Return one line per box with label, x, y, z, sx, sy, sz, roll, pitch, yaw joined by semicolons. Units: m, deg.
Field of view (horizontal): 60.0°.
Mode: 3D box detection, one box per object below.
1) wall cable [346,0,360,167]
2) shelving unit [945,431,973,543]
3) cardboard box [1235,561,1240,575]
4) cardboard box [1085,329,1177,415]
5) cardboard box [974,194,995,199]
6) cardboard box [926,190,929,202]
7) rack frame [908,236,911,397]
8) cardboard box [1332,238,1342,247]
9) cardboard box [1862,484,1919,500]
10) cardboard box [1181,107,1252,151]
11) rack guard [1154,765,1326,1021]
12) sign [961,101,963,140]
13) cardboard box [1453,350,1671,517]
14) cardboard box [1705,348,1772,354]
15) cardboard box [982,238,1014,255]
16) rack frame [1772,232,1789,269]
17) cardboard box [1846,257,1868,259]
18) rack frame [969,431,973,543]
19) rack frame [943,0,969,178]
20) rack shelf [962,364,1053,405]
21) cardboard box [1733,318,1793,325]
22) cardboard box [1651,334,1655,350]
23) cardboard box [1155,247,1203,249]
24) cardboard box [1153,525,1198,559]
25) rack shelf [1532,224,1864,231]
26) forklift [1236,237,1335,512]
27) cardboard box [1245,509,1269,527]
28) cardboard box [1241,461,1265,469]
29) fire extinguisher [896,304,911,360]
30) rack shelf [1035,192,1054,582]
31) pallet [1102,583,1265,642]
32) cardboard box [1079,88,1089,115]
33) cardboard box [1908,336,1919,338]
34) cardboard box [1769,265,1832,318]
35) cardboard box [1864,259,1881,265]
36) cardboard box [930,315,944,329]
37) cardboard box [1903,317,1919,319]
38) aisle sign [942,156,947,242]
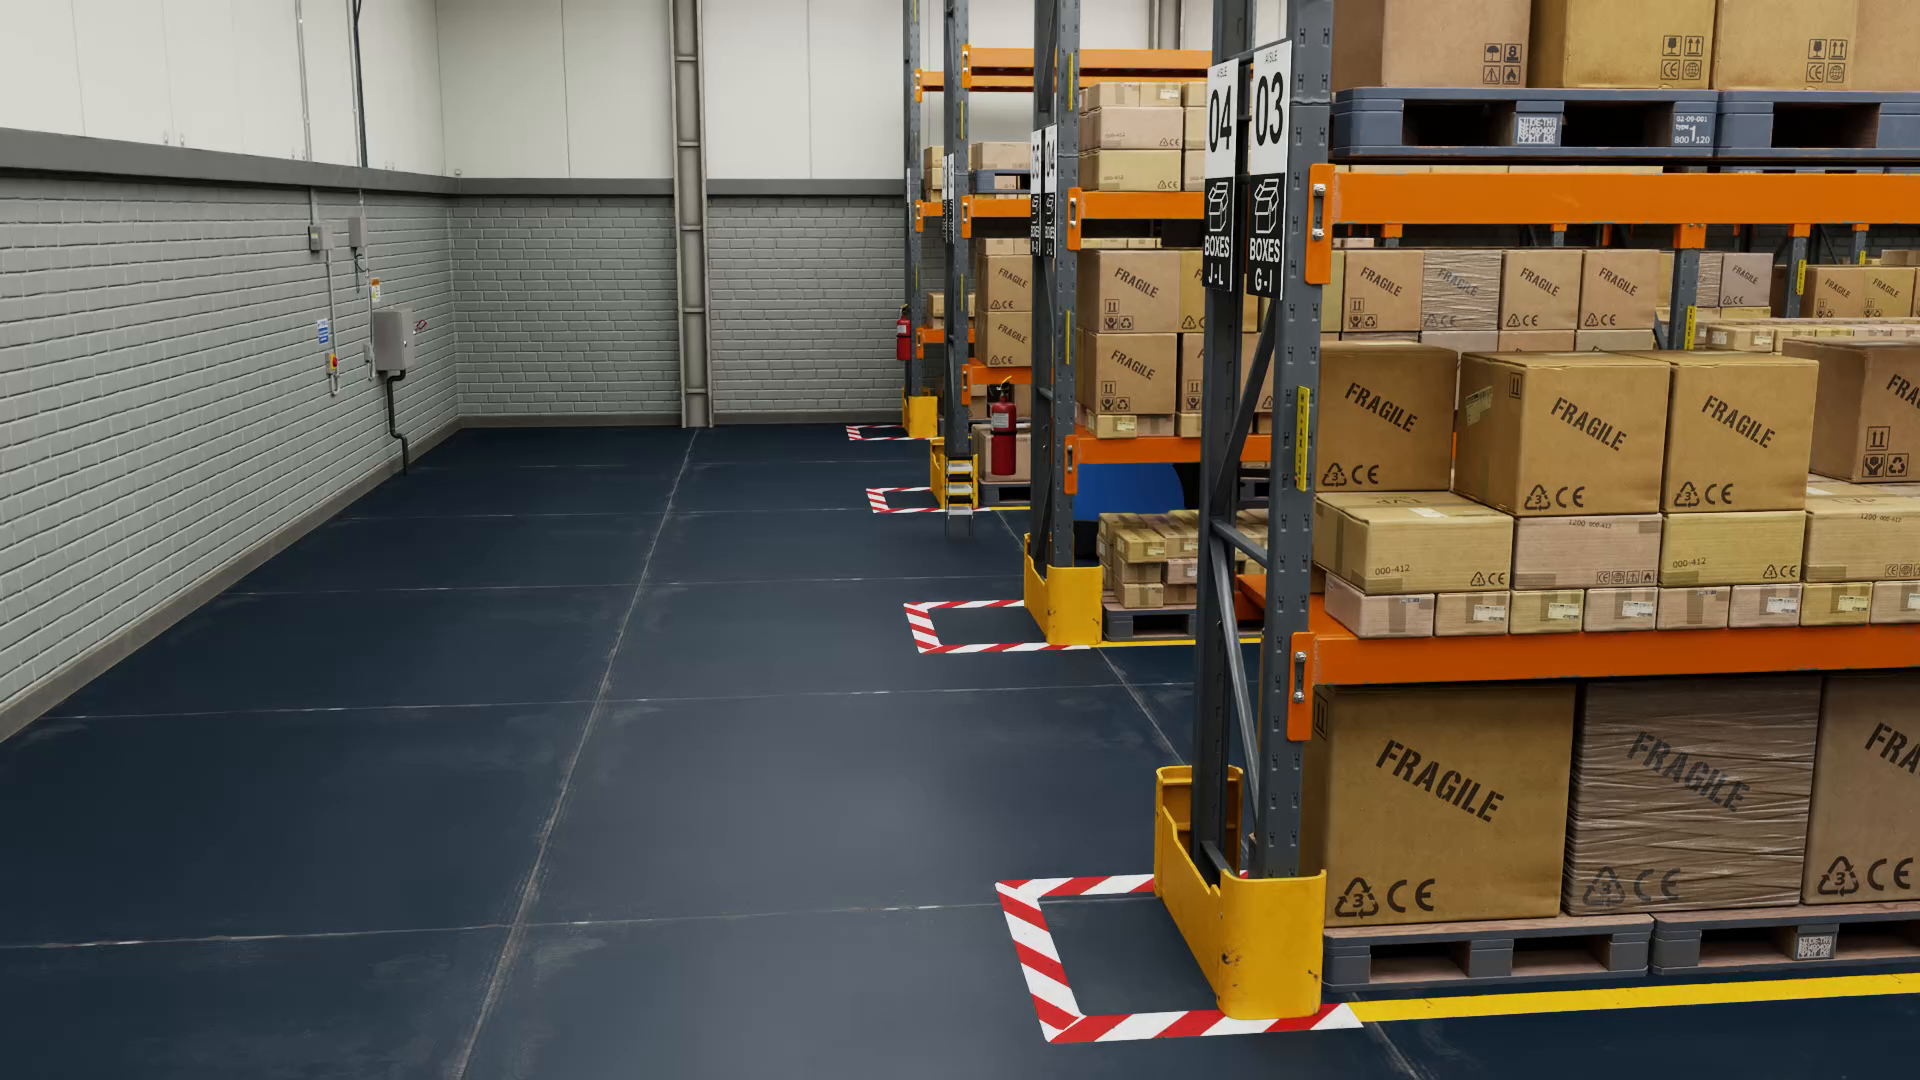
wall cable;-5.743;-4.780;14.855;0.029;3.000;2.355;-1;11;-6
shelving unit;6.362;-1.327;10.125;12.137;4.047;8.426;-1;11;-6
cardboard box;1.656;0.151;10.856;0.250;0.149;0.380;-1;11;-5
cardboard box;1.072;-1.069;10.499;0.500;0.500;0.500;-1;11;-3
cardboard box;0.278;-4.140;20.024;0.250;0.149;0.380;-1;11;-6
cardboard box;-0.286;-4.216;20.413;0.250;0.149;0.380;-1;11;-5
rack frame;-0.579;-2.816;20.415;0.053;2.616;0.949;-1;11;-6
cardboard box;3.391;-2.754;15.567;0.250;0.149;0.380;-1;11;-5
cardboard box;3.575;-0.038;5.905;0.500;0.250;0.500;-1;11;-5
cardboard box;1.579;-2.531;10.285;0.500;0.250;0.500;-1;11;-7
rack guard;1.007;1.263;6.149;0.348;0.500;1.175;-1;11;-6
sign;0.015;-3.698;14.654;0.005;0.325;0.100;-1;11;-6
cardboard box;2.034;-0.373;5.664;0.500;0.500;0.500;-1;11;-7
cardboard box;5.014;-1.150;10.731;0.250;0.149;0.380;-1;11;-5
cardboard box;0.343;-2.677;15.176;0.250;0.149;0.380;-1;11;-5
rack frame;7.913;-2.032;16.428;0.053;2.616;0.949;-1;11;-6
cardboard box;11.889;-3.642;21.904;0.250;0.149;0.380;-2;11;-8
rack frame;0.093;-0.443;13.791;0.006;0.900;0.240;-1;11;-6
rack frame;-0.039;-4.808;14.998;0.127;3.000;1.000;-1;11;-6
rack shelf;1.949;-1.553;15.858;4.000;0.370;1.077;-1;11;-6
cardboard box;5.474;-1.432;11.397;0.250;0.149;0.380;-2;11;-8
cardboard box;6.431;-1.876;16.025;0.500;0.250;0.500;-1;11;-7
cardboard box;1.527;-1.671;10.969;0.500;0.500;0.500;-2;11;-8
cardboard box;1.414;0.009;10.807;0.250;0.149;0.380;-1;11;-5
rack shelf;9.362;-4.144;21.258;4.000;0.370;1.077;-1;11;-6
forklift;2.746;-3.035;15.804;9.711;5.209;7.407;4;12;19
cardboard box;2.120;-0.110;11.410;0.250;0.149;0.380;-1;11;-4
cardboard box;2.411;-0.886;16.150;0.875;0.438;0.875;-2;11;-8
fire extinguisher;-0.676;-2.504;19.996;0.183;0.674;0.296;-1;11;-6
rack shelf;0.596;-0.917;10.756;0.053;2.616;0.949;-1;11;-6
pallet;1.483;0.439;11.088;1.213;0.211;1.003;-1;11;-6
cardboard box;0.894;-2.820;10.719;0.250;0.149;0.380;-1;11;-7
cardboard box;4.013;-0.518;6.401;0.500;0.500;0.500;-1;11;-6
cardboard box;8.336;-2.495;16.665;0.500;0.500;0.500;-2;11;-8
cardboard box;11.700;-3.530;21.334;0.250;0.149;0.380;-1;11;-5
cardboard box;-0.223;-2.647;20.210;0.250;0.149;0.380;-1;11;-7
cardboard box;6.762;-1.459;11.532;0.250;0.149;0.380;-1;11;-4
aisle sign;-0.144;-3.198;15.621;0.004;0.787;0.394;-1;11;-6
